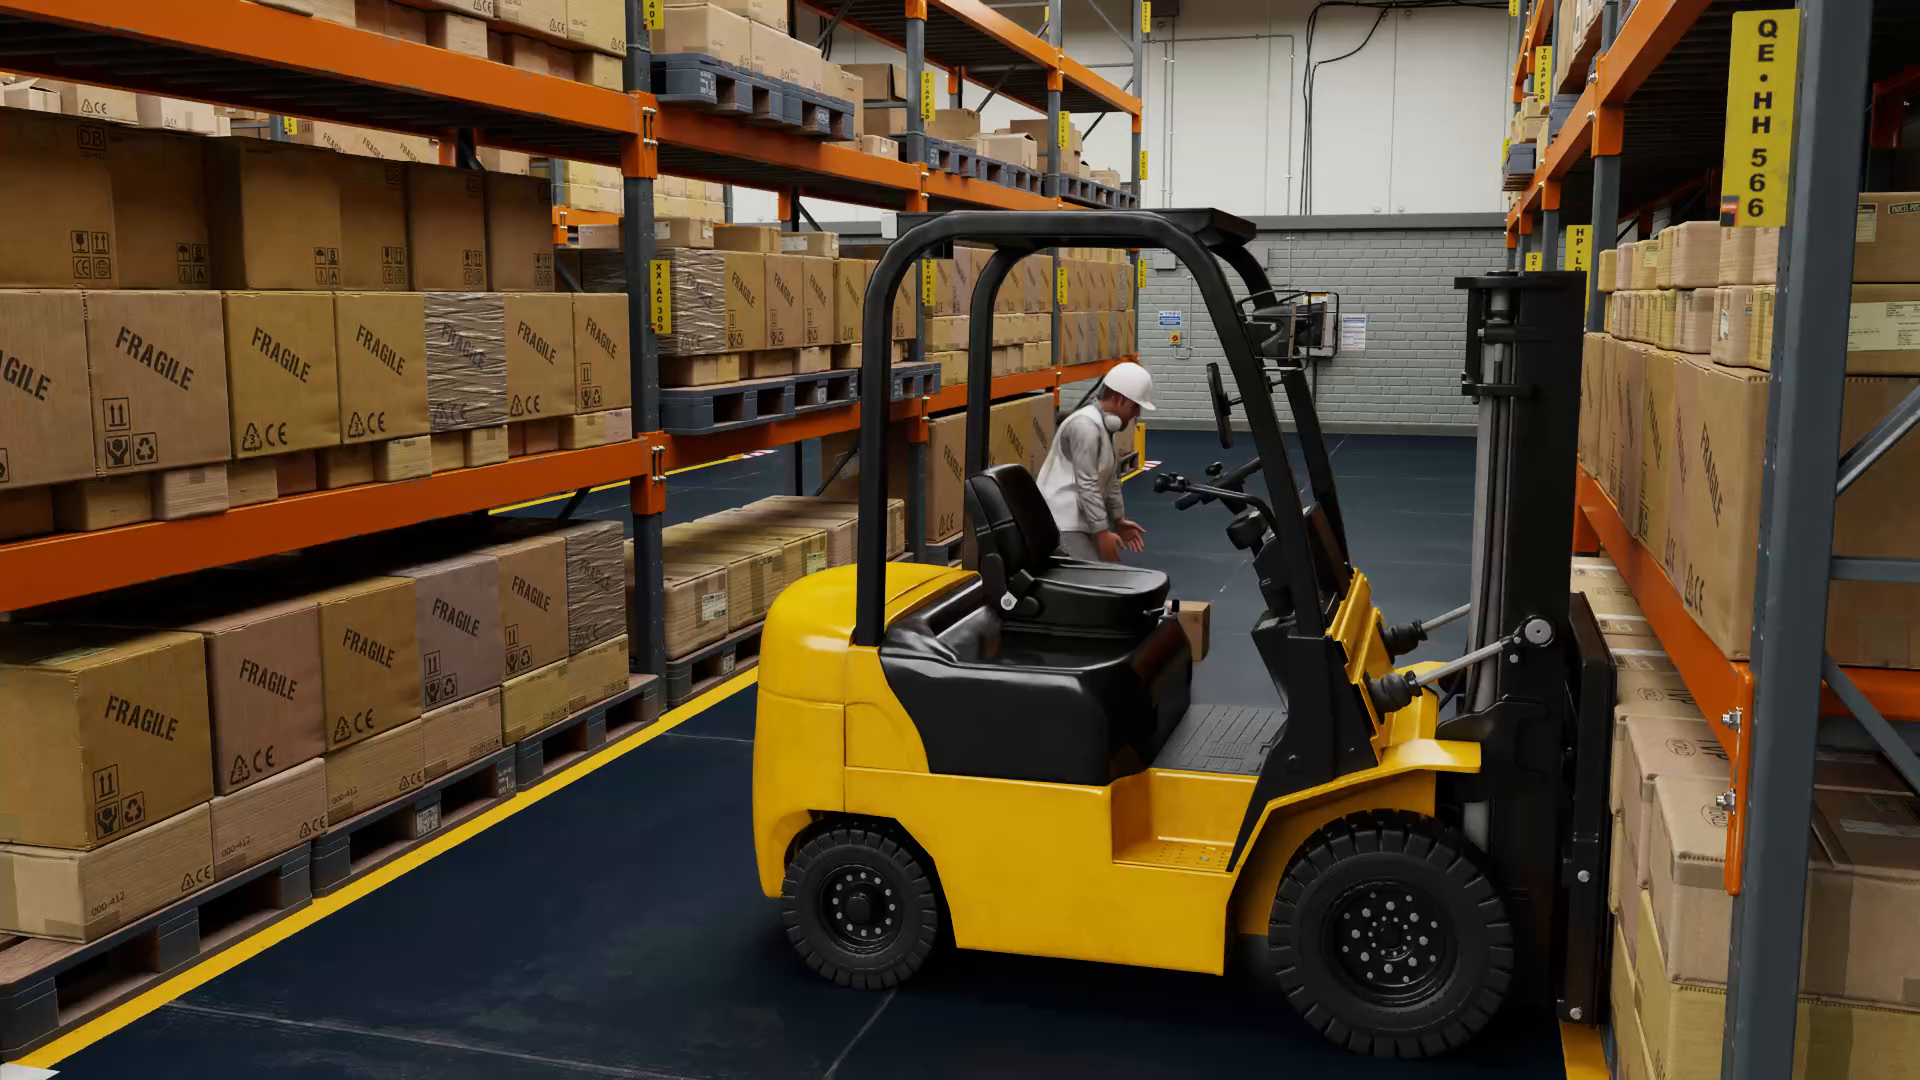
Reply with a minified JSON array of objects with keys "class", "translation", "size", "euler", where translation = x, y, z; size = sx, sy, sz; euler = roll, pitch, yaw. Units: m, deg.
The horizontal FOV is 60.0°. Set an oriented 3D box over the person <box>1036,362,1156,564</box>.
[{"class":"person","translation":[0.643,-0.056,8.168],"size":[0.604,1.628,0.540],"euler":[3,9,17]}]
